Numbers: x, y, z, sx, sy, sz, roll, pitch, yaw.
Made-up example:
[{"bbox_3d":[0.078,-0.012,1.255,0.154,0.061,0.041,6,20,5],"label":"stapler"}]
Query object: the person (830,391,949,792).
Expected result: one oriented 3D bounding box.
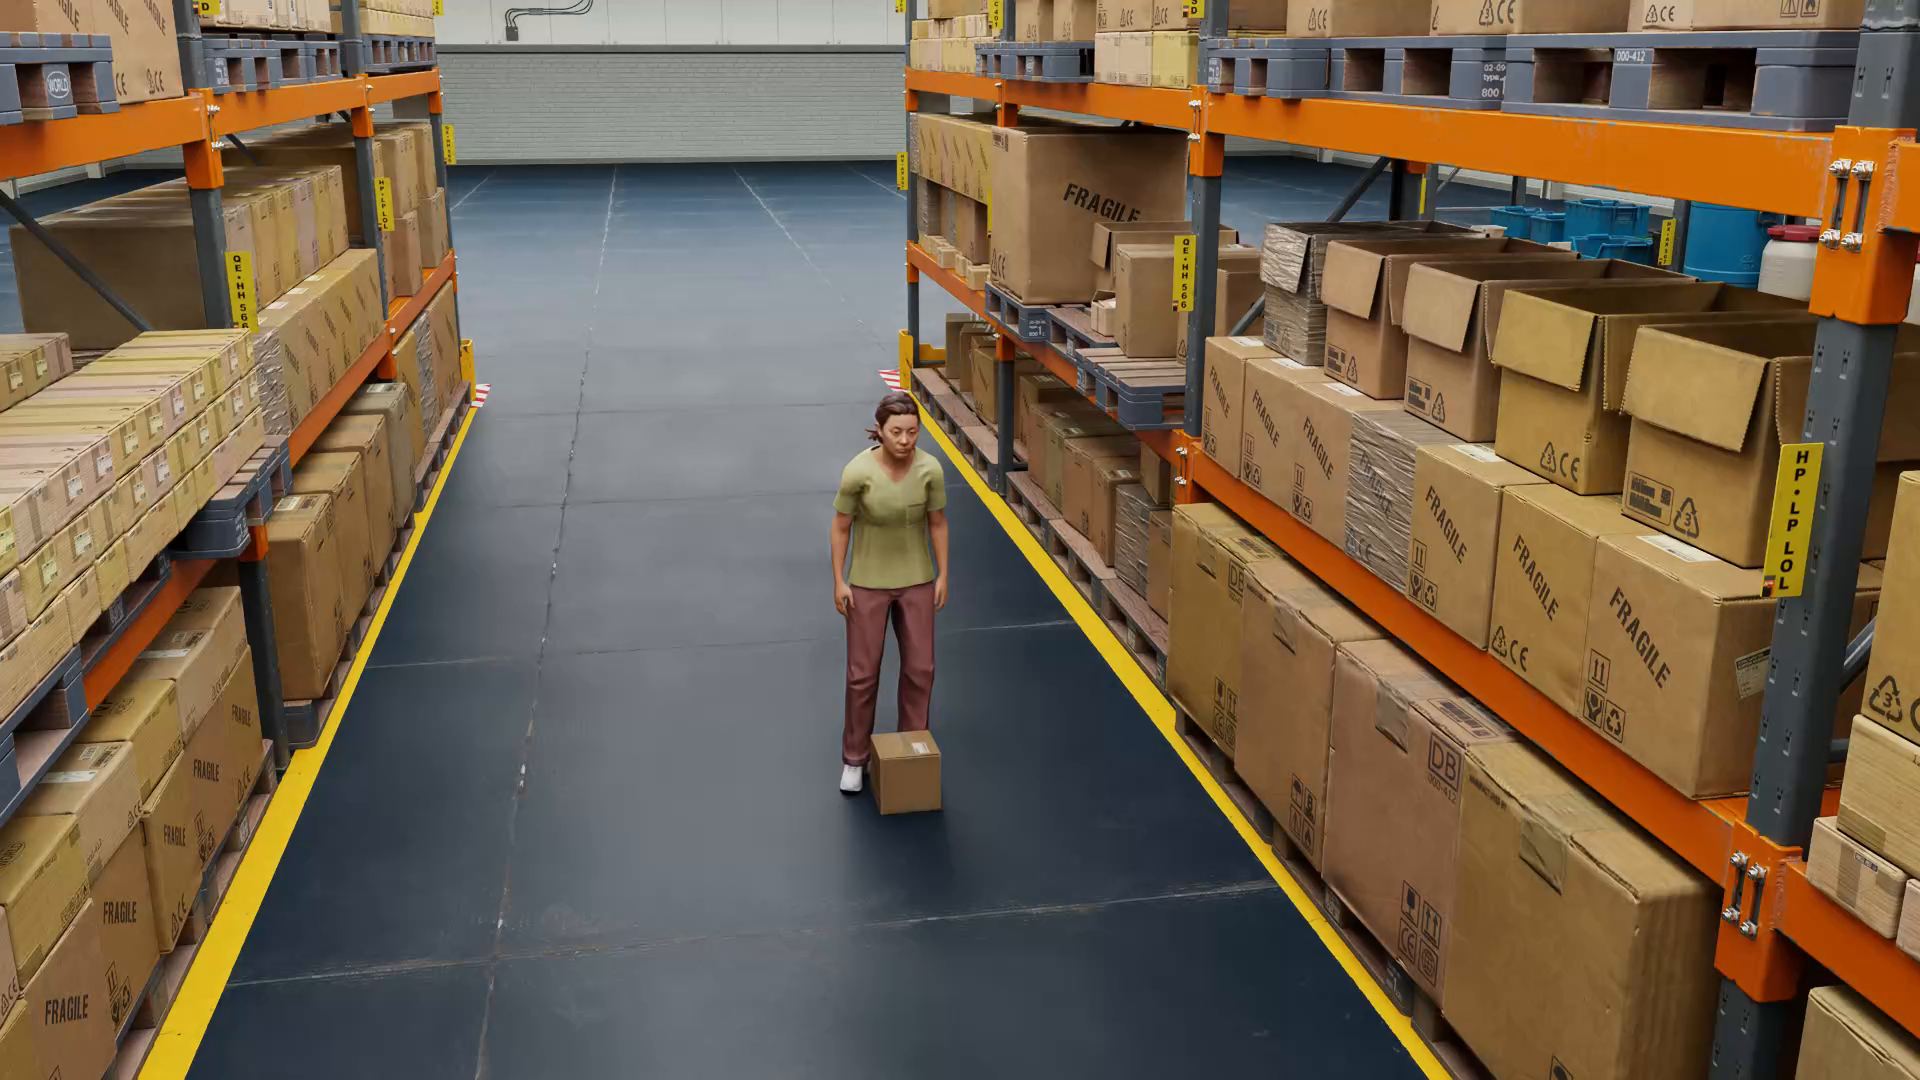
[{"bbox_3d":[-0.272,0.209,6.834,0.505,1.671,0.416,-4,17,-13],"label":"person"}]
